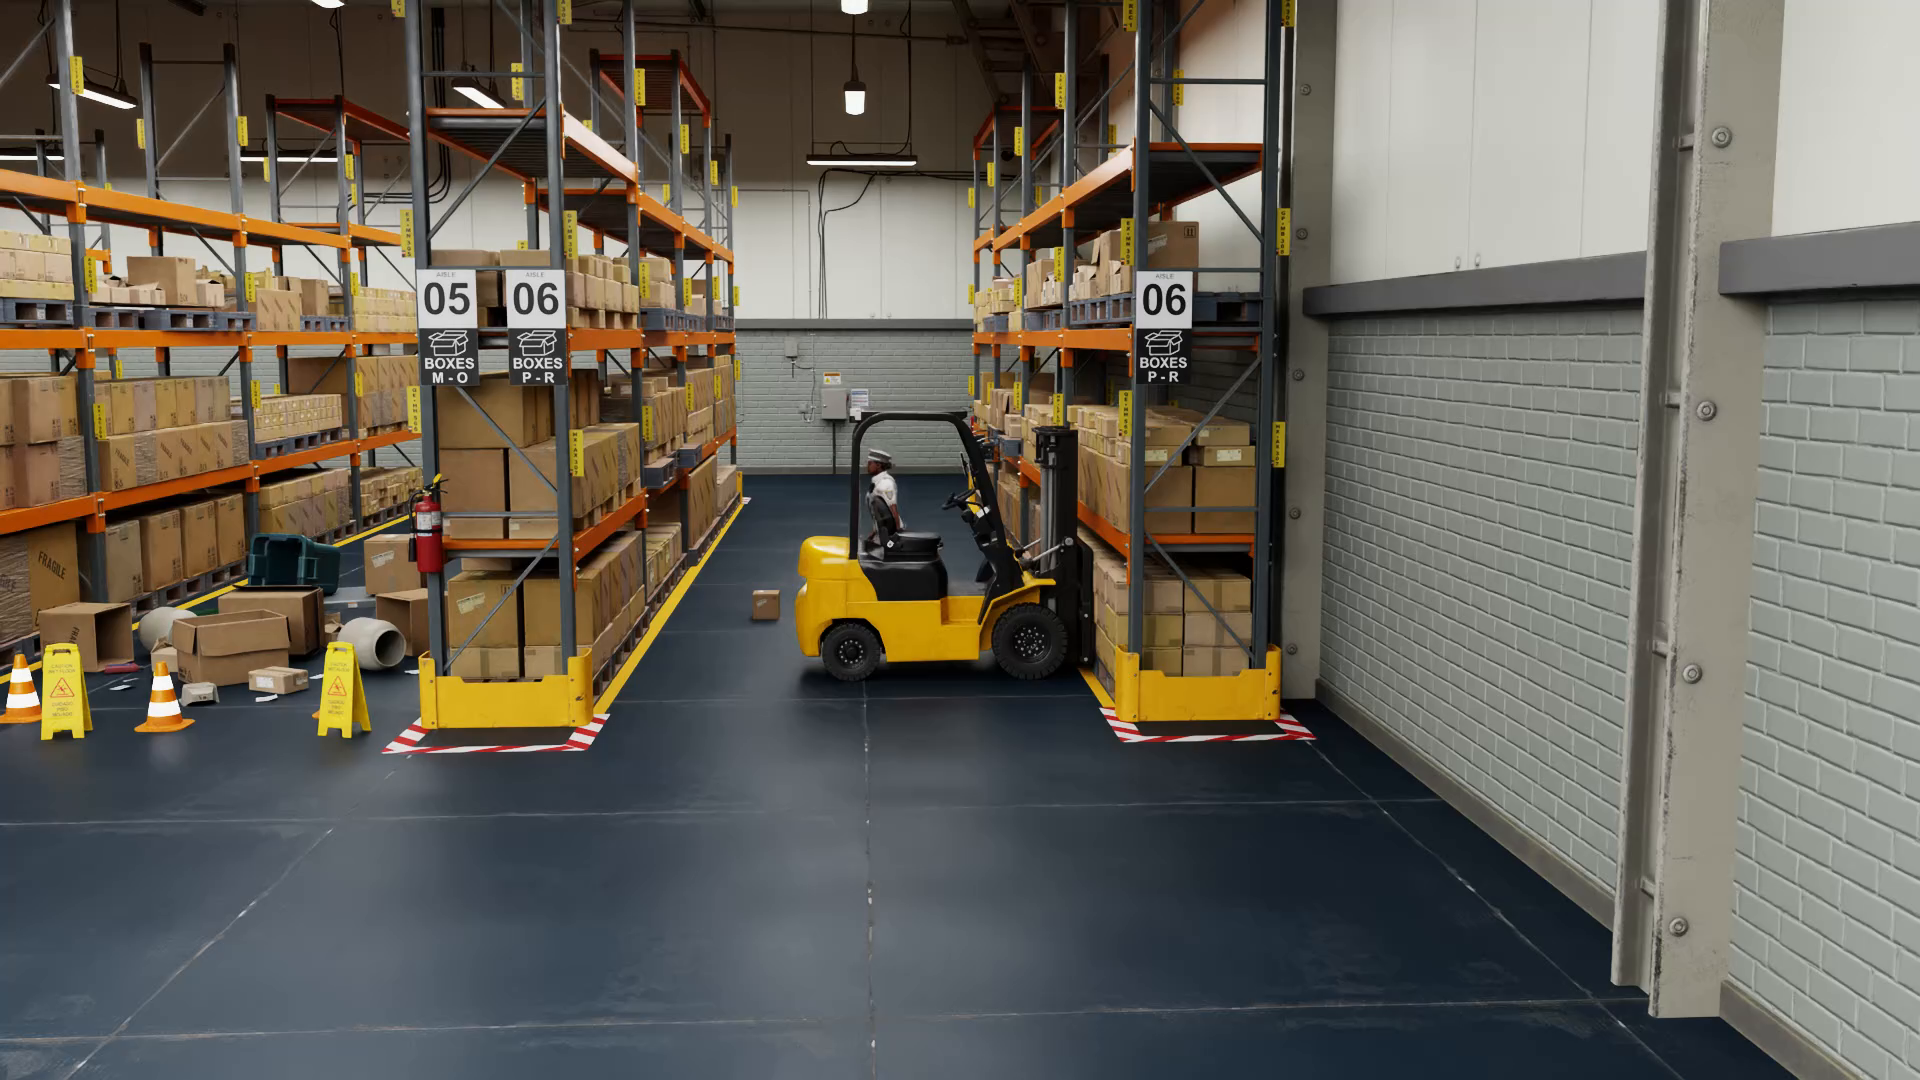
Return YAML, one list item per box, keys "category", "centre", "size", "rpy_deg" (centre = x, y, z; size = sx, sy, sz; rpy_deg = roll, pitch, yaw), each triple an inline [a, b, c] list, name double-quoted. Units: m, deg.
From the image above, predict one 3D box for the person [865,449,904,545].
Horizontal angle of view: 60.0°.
- category: "person"
  centre: [-0.766, -0.081, 16.224]
  size: [0.936, 1.627, 0.453]
  rpy_deg: [0, 7, -3]
